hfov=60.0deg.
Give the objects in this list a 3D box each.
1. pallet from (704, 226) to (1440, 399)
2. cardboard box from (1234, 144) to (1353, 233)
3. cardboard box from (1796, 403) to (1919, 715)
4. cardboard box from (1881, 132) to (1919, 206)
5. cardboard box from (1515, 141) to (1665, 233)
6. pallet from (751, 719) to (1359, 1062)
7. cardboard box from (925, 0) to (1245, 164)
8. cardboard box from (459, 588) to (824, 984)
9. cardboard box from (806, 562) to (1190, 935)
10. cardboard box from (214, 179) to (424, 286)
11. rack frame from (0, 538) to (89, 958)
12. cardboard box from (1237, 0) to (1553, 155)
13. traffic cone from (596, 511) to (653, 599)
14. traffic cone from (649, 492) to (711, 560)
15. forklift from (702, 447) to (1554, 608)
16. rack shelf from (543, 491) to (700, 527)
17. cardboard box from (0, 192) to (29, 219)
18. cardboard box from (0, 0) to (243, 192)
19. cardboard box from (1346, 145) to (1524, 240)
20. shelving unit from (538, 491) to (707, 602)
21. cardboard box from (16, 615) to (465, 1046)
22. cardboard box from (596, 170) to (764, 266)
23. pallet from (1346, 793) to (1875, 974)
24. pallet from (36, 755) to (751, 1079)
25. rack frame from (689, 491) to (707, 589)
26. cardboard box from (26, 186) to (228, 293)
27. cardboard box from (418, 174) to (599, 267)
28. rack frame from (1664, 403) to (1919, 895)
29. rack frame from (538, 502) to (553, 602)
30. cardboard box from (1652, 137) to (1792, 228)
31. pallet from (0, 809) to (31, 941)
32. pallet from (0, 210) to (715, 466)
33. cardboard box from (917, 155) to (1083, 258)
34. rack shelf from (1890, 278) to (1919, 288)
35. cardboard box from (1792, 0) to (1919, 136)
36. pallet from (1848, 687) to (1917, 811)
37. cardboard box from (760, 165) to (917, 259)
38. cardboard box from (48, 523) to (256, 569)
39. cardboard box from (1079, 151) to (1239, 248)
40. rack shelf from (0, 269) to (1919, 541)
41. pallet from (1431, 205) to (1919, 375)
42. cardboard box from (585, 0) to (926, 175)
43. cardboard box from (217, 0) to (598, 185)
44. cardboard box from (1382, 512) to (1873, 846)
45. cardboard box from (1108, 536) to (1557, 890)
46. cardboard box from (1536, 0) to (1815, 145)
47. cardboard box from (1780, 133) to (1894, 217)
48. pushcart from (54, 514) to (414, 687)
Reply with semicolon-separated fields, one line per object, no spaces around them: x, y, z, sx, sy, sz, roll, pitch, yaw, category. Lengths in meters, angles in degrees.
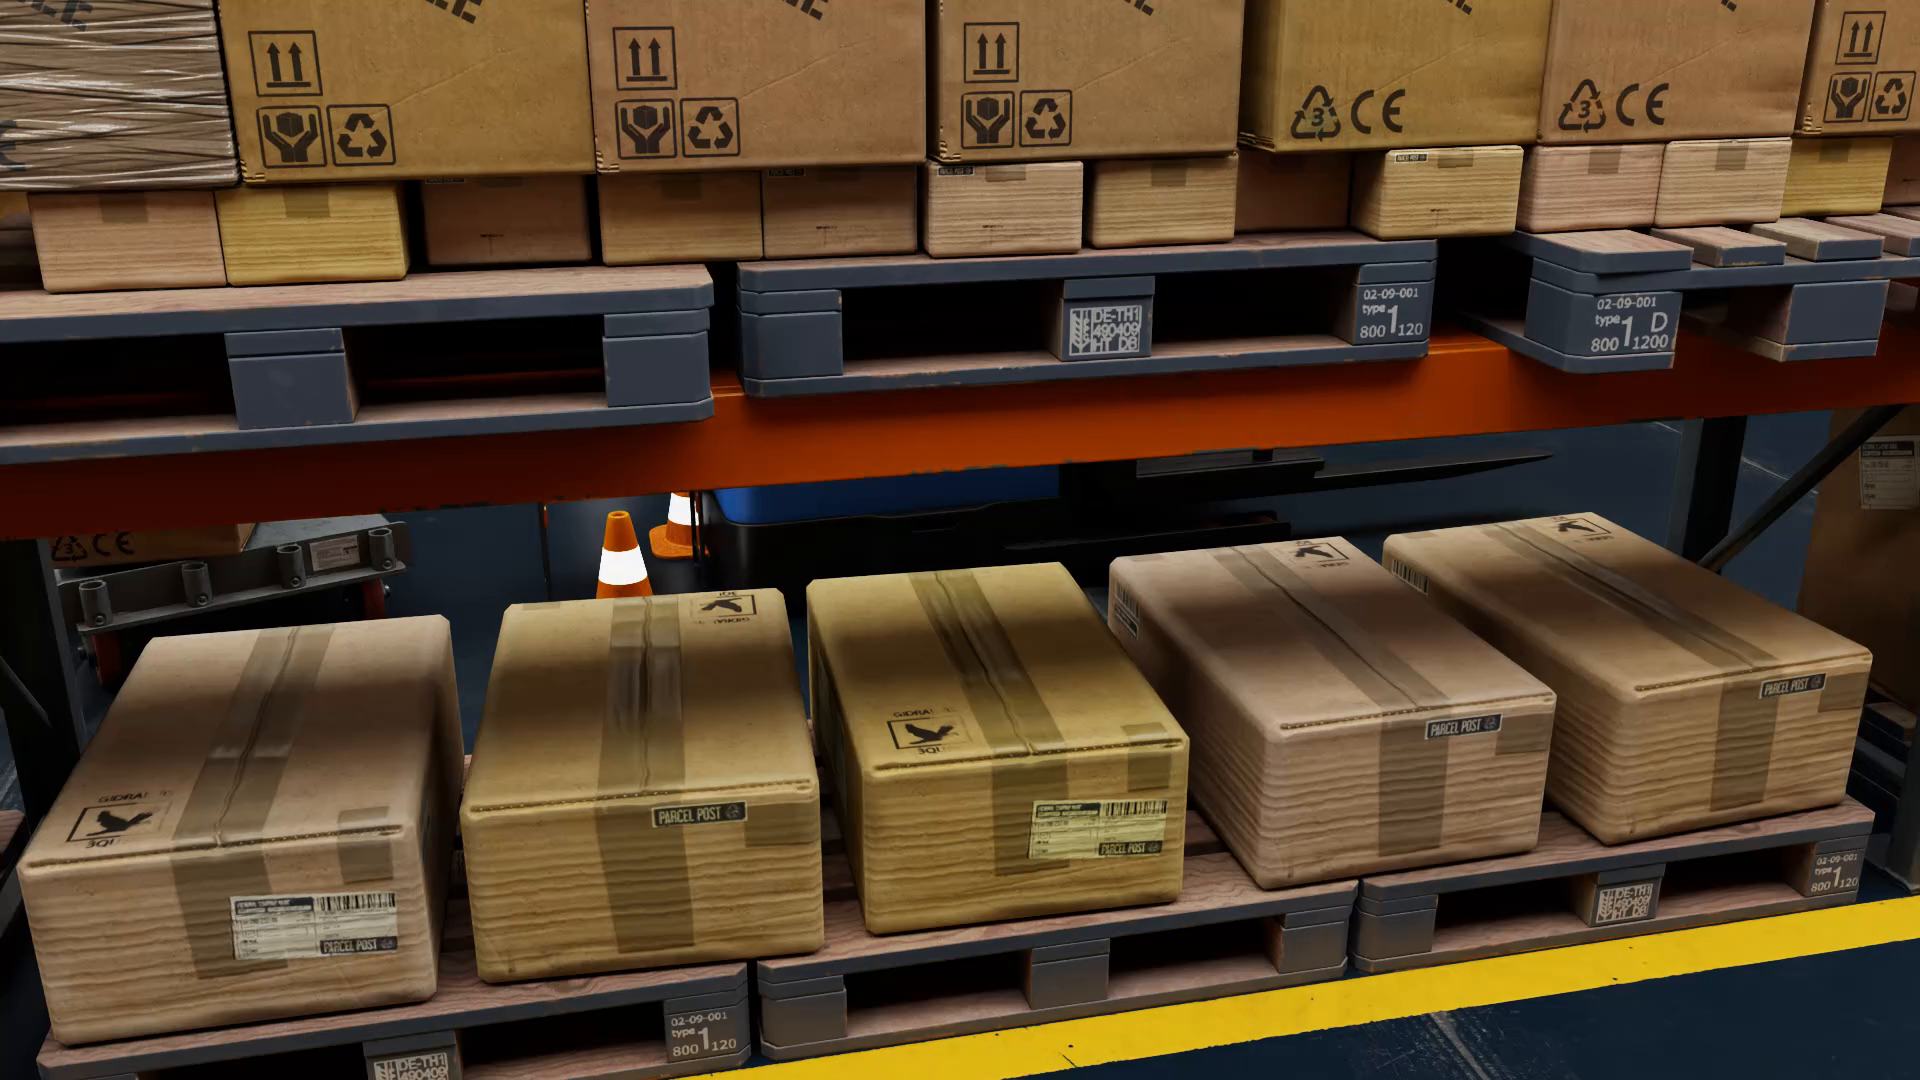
0.129;-0.536;3.194;1.213;0.211;1.003;-5;21;-12;pallet
0.517;-0.669;3.034;0.250;0.149;0.380;-4;21;-12;cardboard box
2.737;-0.022;3.993;0.875;0.875;0.875;-5;21;-13;cardboard box
1.781;-0.770;3.312;0.250;0.149;0.380;-4;20;-10;cardboard box
1.055;-0.673;3.045;0.250;0.149;0.380;-6;21;-15;cardboard box
0.100;0.670;3.678;1.213;0.211;1.003;-5;21;-12;pallet
0.145;-0.923;2.785;0.500;0.500;0.500;-6;21;-15;cardboard box
-0.638;0.457;3.416;0.625;0.372;0.950;-3;20;-9;cardboard box
0.038;0.401;3.568;0.625;0.372;0.950;-4;20;-11;cardboard box
-0.991;-0.513;2.610;0.250;0.149;0.380;-4;21;-11;cardboard box
-1.847;-0.479;2.762;0.127;3.000;1.000;-5;21;-12;rack frame
0.676;-0.966;2.902;0.500;0.500;0.500;-6;21;-16;cardboard box
-0.962;0.145;4.746;0.334;0.463;0.336;-5;21;-12;traffic cone
-0.910;-0.213;5.722;0.334;0.463;0.336;-5;21;-12;traffic cone
0.603;-1.438;5.478;3.031;2.935;1.130;-6;21;-15;forklift
-1.093;-0.173;5.316;0.480;0.148;0.258;-6;21;-15;rack shelf
-3.712;-1.301;7.485;0.875;0.875;0.875;-4;21;-12;cardboard box
-1.324;-0.804;2.461;0.500;0.500;0.500;-4;21;-11;cardboard box
0.791;-0.646;2.973;0.250;0.149;0.380;-4;21;-12;cardboard box
-1.093;-0.423;5.225;0.503;1.200;0.258;-6;21;-15;shelving unit
-1.337;0.515;3.258;0.625;0.372;0.950;-4;21;-12;cardboard box
-0.473;-0.568;2.758;0.250;0.149;0.380;-4;21;-12;cardboard box
1.285;0.575;3.939;1.213;0.211;1.003;-5;21;-12;pallet
-1.089;0.768;3.412;1.213;0.211;1.003;-5;21;-12;pallet
-0.859;-0.446;5.288;0.015;1.200;0.240;-6;21;-15;rack frame
-1.236;-0.497;2.564;0.250;0.149;0.380;-4;21;-12;cardboard box
-0.733;-0.561;2.741;0.250;0.149;0.380;-3;20;-9;cardboard box
2.046;-0.796;3.627;0.127;3.000;1.000;-5;21;-12;rack frame
-1.328;-0.400;5.162;0.015;1.200;0.240;-6;21;-15;rack frame
1.302;-0.690;3.092;0.250;0.149;0.380;-5;21;-13;cardboard box
-2.492;0.895;3.065;1.213;0.211;1.003;-5;21;-12;pallet
-1.069;-0.401;2.828;1.213;0.211;1.003;-5;21;-12;pallet
0.039;-0.590;2.820;0.250;0.149;0.380;-4;20;-10;cardboard box
3.992;-0.616;4.182;4.000;0.370;1.077;-5;21;-12;rack shelf
1.668;-1.051;3.134;0.500;0.500;0.500;-5;21;-14;cardboard box
2.831;0.476;4.208;1.213;0.211;1.003;-5;21;-12;pallet
-0.232;-0.587;2.810;0.250;0.149;0.380;-4;21;-12;cardboard box
-2.285;-0.255;4.682;0.500;0.500;0.500;-5;21;-12;cardboard box
0.292;-0.621;2.905;0.250;0.149;0.380;-5;21;-14;cardboard box
0.100;-0.300;3.318;4.000;0.370;1.077;-5;21;-12;rack shelf
1.377;-0.614;3.408;1.003;0.211;1.213;-5;21;-12;pallet
-0.353;-0.879;2.664;0.500;0.500;0.500;-5;21;-13;cardboard box
-0.837;-0.844;2.570;0.500;0.500;0.500;-5;21;-12;cardboard box
1.494;0.282;3.893;0.625;0.372;0.950;-6;21;-16;cardboard box
0.778;0.343;3.727;0.625;0.372;0.950;-5;21;-14;cardboard box
1.167;-1.006;3.012;0.500;0.500;0.500;-5;21;-13;cardboard box
1.537;-0.725;3.188;0.250;0.149;0.380;-4;21;-12;cardboard box
-2.420;-0.007;5.286;0.936;0.377;1.648;-13;24;-31;pushcart
